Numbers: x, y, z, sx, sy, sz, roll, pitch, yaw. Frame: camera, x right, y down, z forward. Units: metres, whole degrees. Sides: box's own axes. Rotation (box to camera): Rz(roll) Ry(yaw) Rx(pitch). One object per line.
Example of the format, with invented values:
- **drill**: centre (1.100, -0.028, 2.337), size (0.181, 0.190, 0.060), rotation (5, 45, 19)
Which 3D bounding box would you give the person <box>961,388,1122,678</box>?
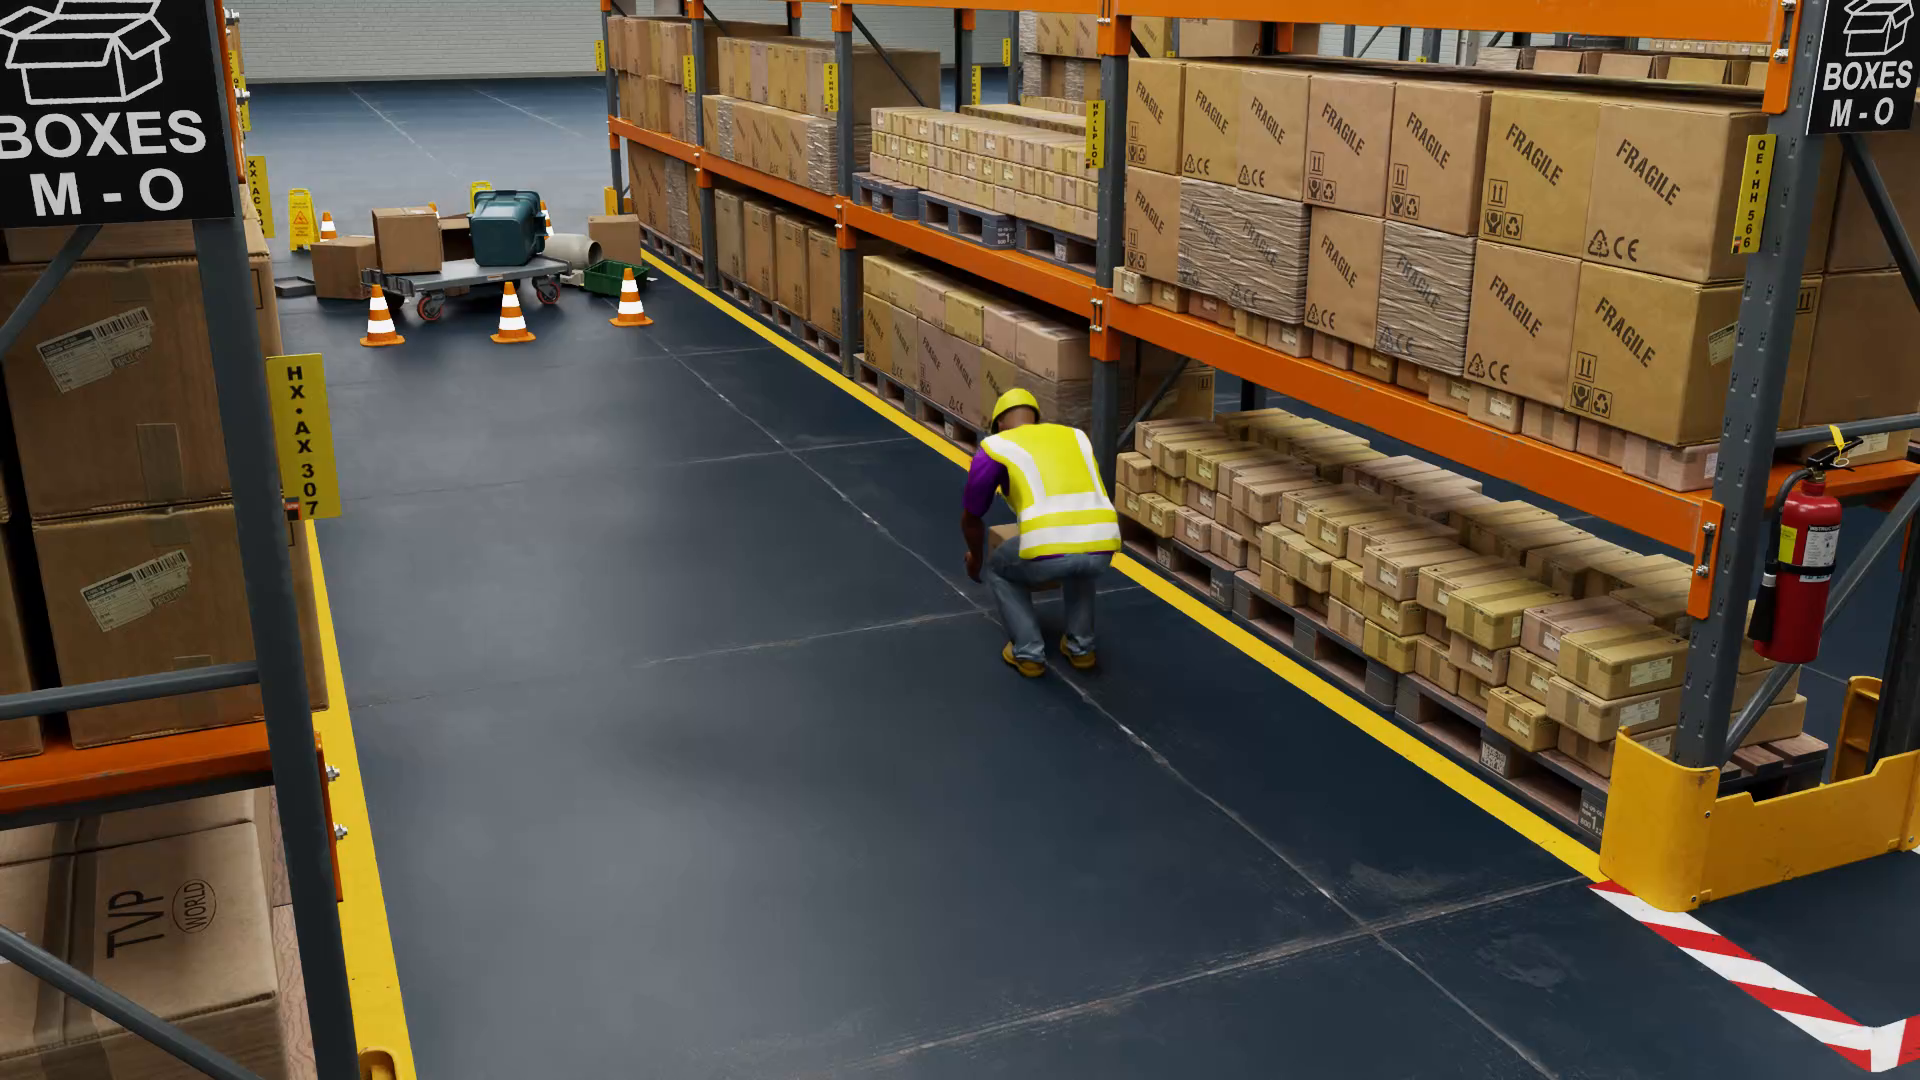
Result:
- **person**: centre (0.336, -0.025, 7.095), size (0.607, 1.130, 0.856), rotation (-5, 19, -13)
